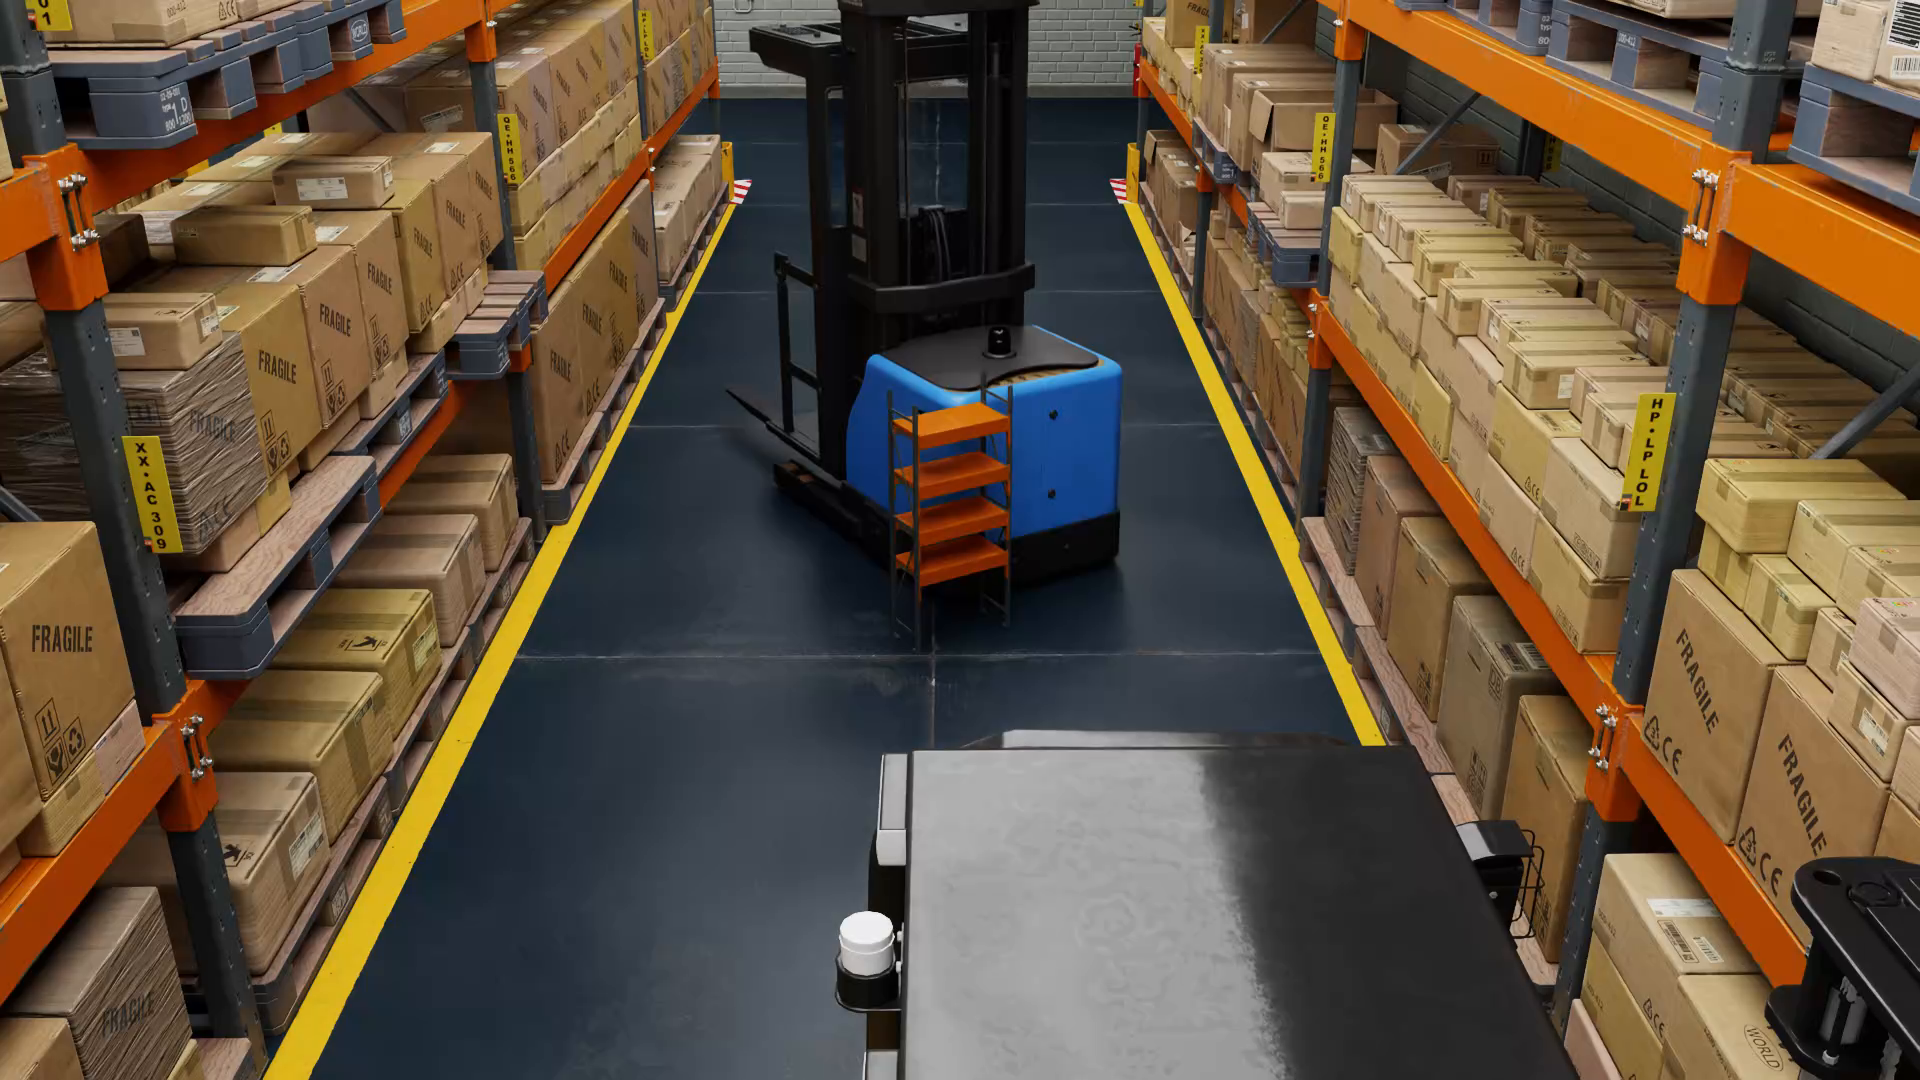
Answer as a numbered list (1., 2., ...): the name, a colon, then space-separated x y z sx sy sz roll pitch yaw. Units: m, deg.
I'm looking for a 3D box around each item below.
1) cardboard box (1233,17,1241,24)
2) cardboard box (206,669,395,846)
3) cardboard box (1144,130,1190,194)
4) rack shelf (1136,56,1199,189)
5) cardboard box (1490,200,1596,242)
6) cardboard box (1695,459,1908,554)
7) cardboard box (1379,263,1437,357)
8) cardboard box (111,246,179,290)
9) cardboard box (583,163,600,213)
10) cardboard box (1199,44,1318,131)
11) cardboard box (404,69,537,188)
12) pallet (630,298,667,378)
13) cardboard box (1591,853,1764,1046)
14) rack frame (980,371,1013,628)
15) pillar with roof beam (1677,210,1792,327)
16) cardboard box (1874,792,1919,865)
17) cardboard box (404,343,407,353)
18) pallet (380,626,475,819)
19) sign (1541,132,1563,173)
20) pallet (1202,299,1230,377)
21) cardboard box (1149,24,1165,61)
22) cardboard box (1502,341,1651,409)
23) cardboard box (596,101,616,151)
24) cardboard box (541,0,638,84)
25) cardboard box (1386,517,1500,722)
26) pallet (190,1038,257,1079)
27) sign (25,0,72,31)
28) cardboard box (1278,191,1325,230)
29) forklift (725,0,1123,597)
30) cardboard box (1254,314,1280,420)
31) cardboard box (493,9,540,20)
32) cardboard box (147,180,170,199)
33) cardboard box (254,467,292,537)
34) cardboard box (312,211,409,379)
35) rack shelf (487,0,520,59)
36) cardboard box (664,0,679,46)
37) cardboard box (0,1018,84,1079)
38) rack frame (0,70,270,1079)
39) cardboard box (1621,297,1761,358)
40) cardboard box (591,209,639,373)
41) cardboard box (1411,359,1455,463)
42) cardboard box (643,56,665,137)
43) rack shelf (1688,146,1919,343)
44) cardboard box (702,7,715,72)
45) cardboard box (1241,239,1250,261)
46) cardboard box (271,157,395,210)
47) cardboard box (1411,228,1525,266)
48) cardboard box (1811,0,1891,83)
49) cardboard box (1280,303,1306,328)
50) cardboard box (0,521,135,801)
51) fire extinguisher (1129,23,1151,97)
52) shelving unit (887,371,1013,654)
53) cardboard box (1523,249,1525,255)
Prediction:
1. cardboard box: 2.462 -4.563 15.021 0.500 0.250 0.500 0 24 1
2. cardboard box: -2.660 0.778 6.070 0.950 0.372 0.625 1 24 3
3. cardboard box: 2.103 -3.486 15.337 0.797 0.503 0.637 -1 24 -3
4. rack shelf: 2.213 -3.533 13.794 1.077 0.370 4.000 0 24 -1
5. cardboard box: 2.541 -1.382 7.257 0.380 0.149 0.250 0 24 -1
6. cardboard box: 2.029 -0.084 4.026 0.380 0.149 0.250 0 24 1
7. cardboard box: 2.031 -0.941 6.767 0.500 0.250 0.500 -1 24 -2
8. cardboard box: -2.882 -0.695 5.654 0.500 0.500 0.500 1 24 1
9. cardboard box: -2.470 -2.130 10.001 0.500 0.250 0.500 0 24 -1
10. cardboard box: 2.017 -3.073 11.273 0.700 0.500 0.500 0 24 1
11. cardboard box: -2.445 -2.070 8.351 0.500 0.500 0.500 -1 24 -2
12. pallet: -2.644 -1.424 11.643 1.003 0.211 1.213 0 24 -1
13. cardboard box: 2.014 1.067 4.365 0.500 0.250 0.500 -1 24 -1
14. rack frame: 0.165 -0.174 7.679 0.015 1.200 0.240 -14 28 -29
15. pillar with roof beam: -1.111 -3.569 5.721 9.100 9.000 0.400 0 24 -1
16. cardboard box: 2.095 0.822 3.171 0.500 0.500 0.500 0 24 -1
17. cardboard box: -2.434 -0.772 6.612 0.380 0.149 0.250 0 24 0
18. pallet: -2.667 0.730 6.880 1.003 0.211 1.213 0 24 -1
19. sign: 2.834 -1.919 7.949 0.100 0.325 0.005 0 24 -1
20. pallet: 2.282 -1.431 11.657 1.003 0.211 1.213 0 24 -1
21. cardboard box: 1.933 -4.356 14.562 0.500 0.250 0.500 0 24 0
22. cardboard box: 1.990 -0.536 5.386 0.380 0.149 0.250 -1 24 -2
23. cardboard box: -2.456 -2.572 10.372 0.500 0.250 0.500 0 24 1
24. cardboard box: -2.472 -3.331 11.139 0.500 0.500 0.500 1 24 1
25. cardboard box: 2.294 0.306 6.805 0.875 0.625 0.625 -1 24 -3
26. pallet: -2.598 1.831 4.445 1.003 0.211 1.213 0 24 -1
27. sign: -2.098 -1.324 3.770 0.100 0.325 0.005 0 24 -1
28. cardboard box: 1.888 -1.734 8.739 0.380 0.149 0.250 0 24 0
29. forklift: -0.388 -1.623 8.782 1.130 2.935 3.031 -14 28 -28
30. cardboard box: 2.056 -1.036 9.924 0.500 0.500 0.500 1 24 2
31. cardboard box: -2.978 -3.121 10.677 0.500 0.500 0.500 0 24 -1
32. cardboard box: -7.402 -3.168 15.064 0.380 0.149 0.250 0 24 1
33. cardboard box: -2.325 -0.125 5.181 0.380 0.149 0.250 0 24 1
34. cardboard box: -2.373 -0.905 6.118 0.500 0.500 0.500 -1 24 -3
35. rack shelf: -2.706 -3.227 9.479 1.077 0.370 4.000 0 24 -1
36. cardboard box: -2.485 -4.130 12.907 0.500 0.500 0.500 0 24 0
37. cardboard box: -2.359 1.456 3.808 0.500 0.500 0.500 0 24 0
38. rack frame: -2.641 0.284 4.482 1.000 3.000 0.127 0 24 -1
39. cardboard box: 2.572 -0.752 5.865 0.380 0.149 0.250 0 24 -1
40. cardboard box: -2.624 -1.608 10.735 0.875 0.875 0.875 0 24 1
41. cardboard box: 2.056 -0.503 6.403 0.500 0.250 0.500 1 24 1
42. cardboard box: -2.472 -3.253 12.180 0.500 0.500 0.500 1 24 1
43. rack shelf: 2.344 0.045 2.243 1.077 0.370 4.000 0 24 -1
44. cardboard box: -2.502 -4.509 14.958 0.500 0.500 0.500 0 24 0
45. cardboard box: 2.084 -1.903 11.054 0.380 0.149 0.250 -1 24 -1
46. cardboard box: -2.385 -1.359 6.336 0.380 0.149 0.250 -1 24 -3
47. cardboard box: 2.068 -1.170 6.788 0.380 0.149 0.250 0 24 0
48. cardboard box: 2.024 -1.043 3.449 0.380 0.149 0.250 0 24 1
49. cardboard box: 2.070 -1.268 9.651 0.380 0.149 0.250 0 24 1
50. cardboard box: -2.387 0.285 3.998 0.500 0.500 0.500 -1 24 -2
51. fire extinguisher: 1.728 -4.538 15.690 0.296 0.674 0.183 0 24 -1
52. shelving unit: -0.043 -0.121 7.563 0.503 1.200 0.258 -14 28 -29
53. cardboard box: 2.569 -1.153 7.235 0.500 0.250 0.500 0 24 0
